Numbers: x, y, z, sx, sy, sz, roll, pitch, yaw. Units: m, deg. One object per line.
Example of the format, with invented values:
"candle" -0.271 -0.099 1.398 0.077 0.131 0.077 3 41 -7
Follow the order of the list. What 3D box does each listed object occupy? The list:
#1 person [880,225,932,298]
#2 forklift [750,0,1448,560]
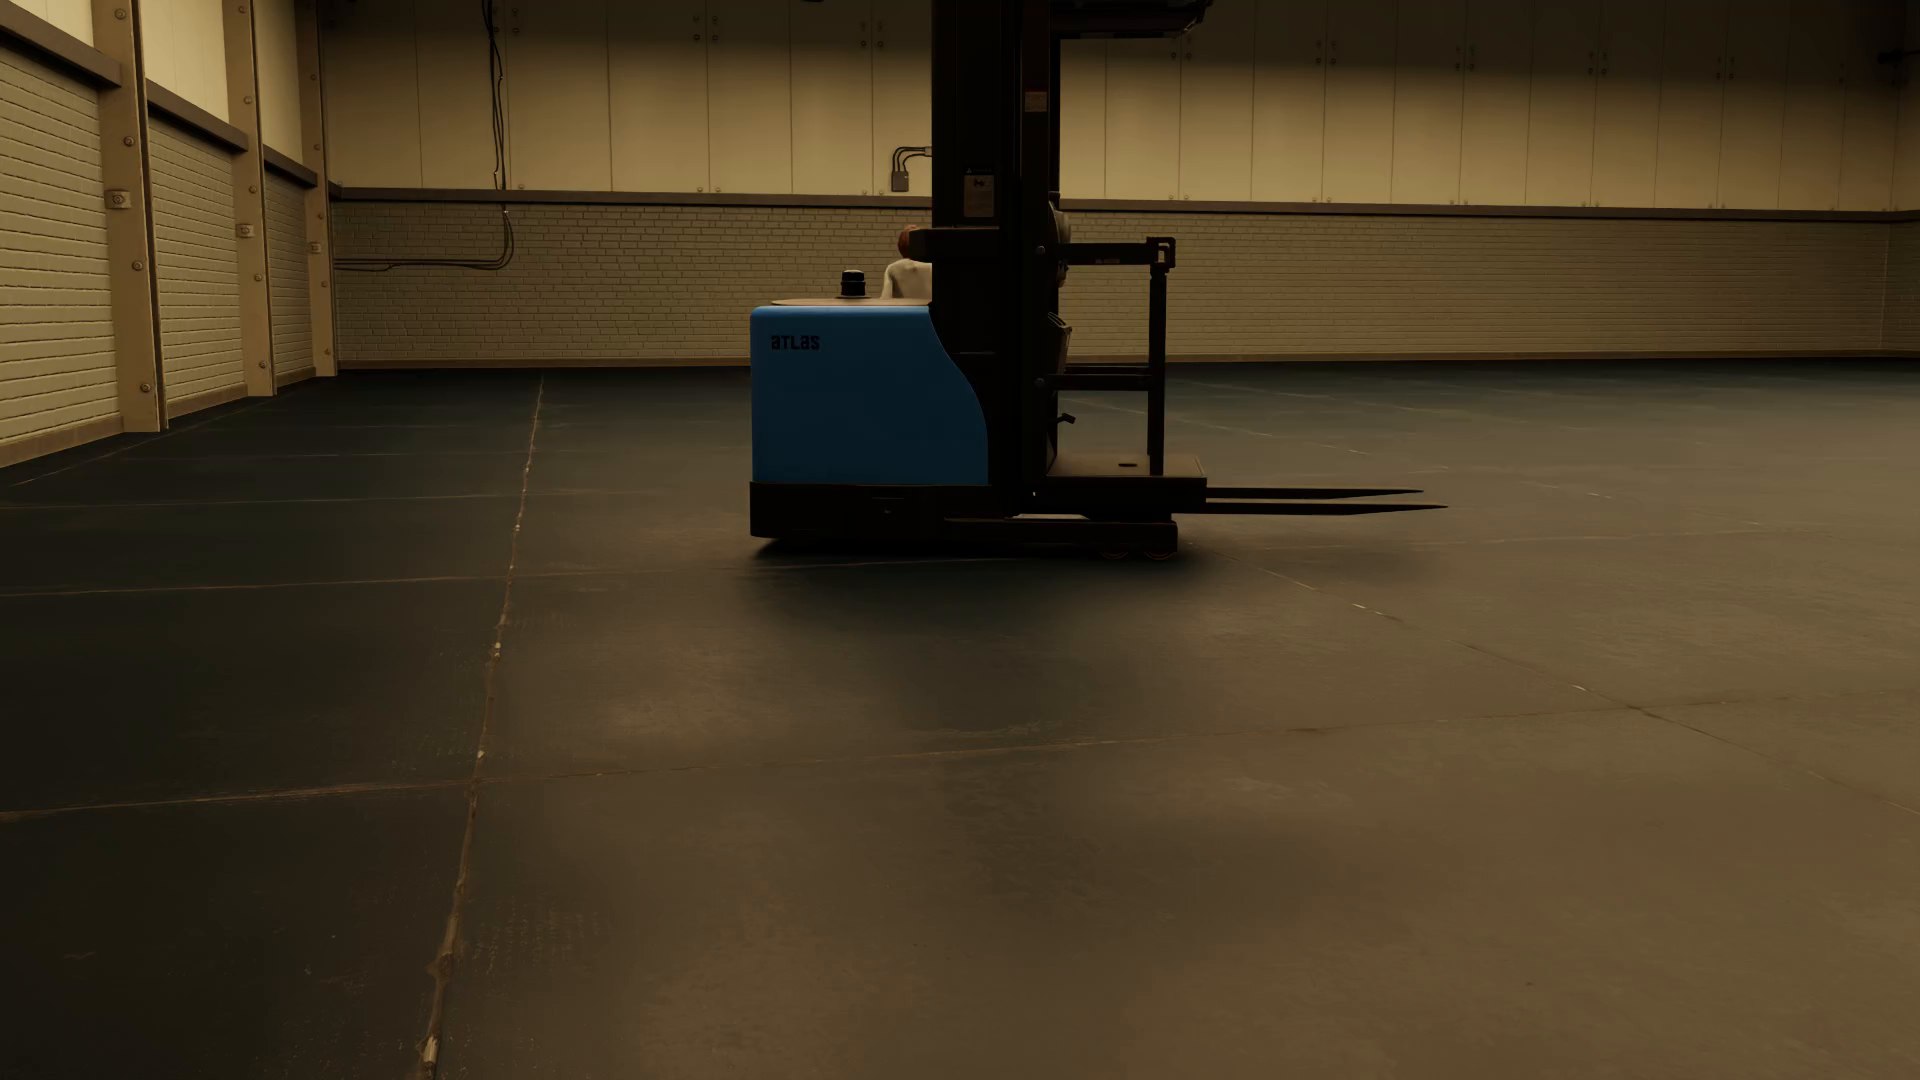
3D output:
"person" -0.293 -1.201 10.662 0.489 1.611 0.447 0 8 -3
"forklift" 0.623 -1.443 7.442 3.031 2.935 1.130 1 8 6
